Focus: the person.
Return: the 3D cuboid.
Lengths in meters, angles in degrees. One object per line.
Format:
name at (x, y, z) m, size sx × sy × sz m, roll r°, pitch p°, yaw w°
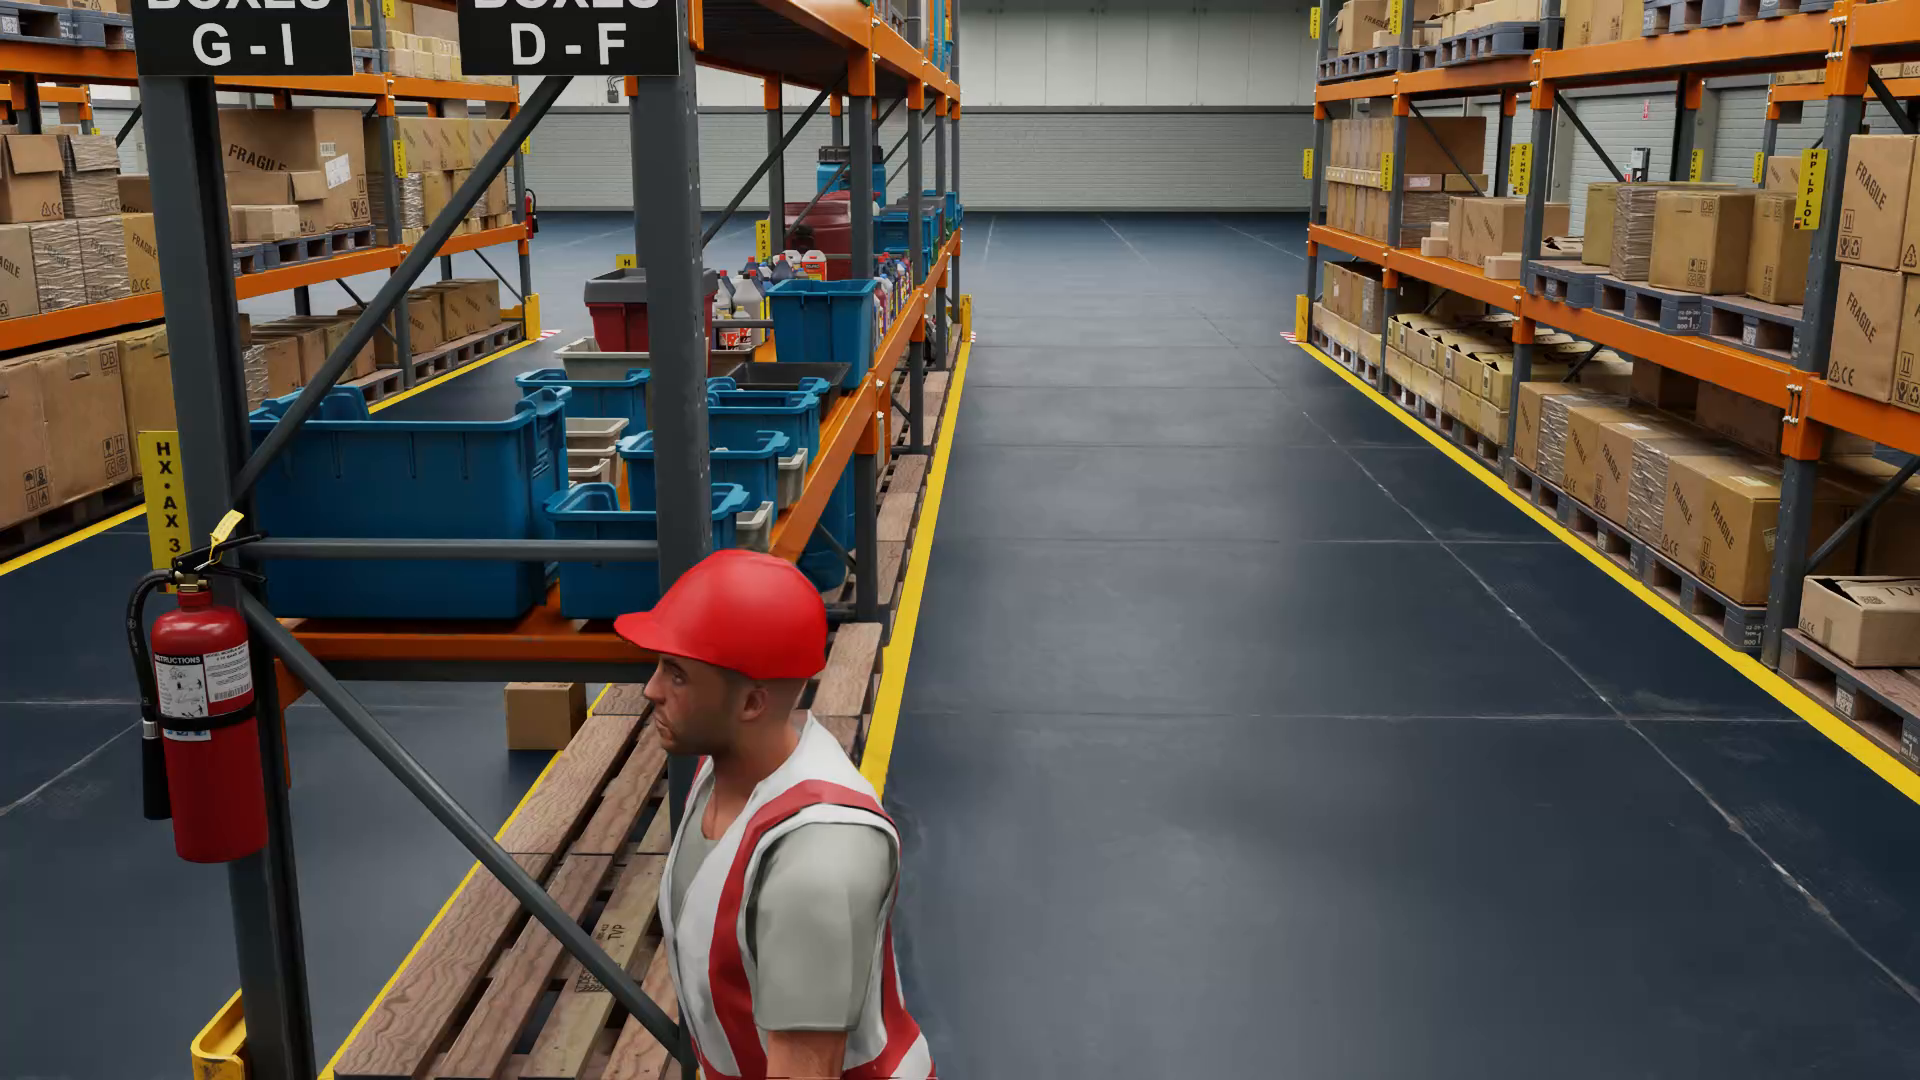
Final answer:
person at (-0.292, 0.861, 2.373) m, size 1.006 × 1.745 × 0.666 m, roll -6°, pitch 15°, yaw -24°
